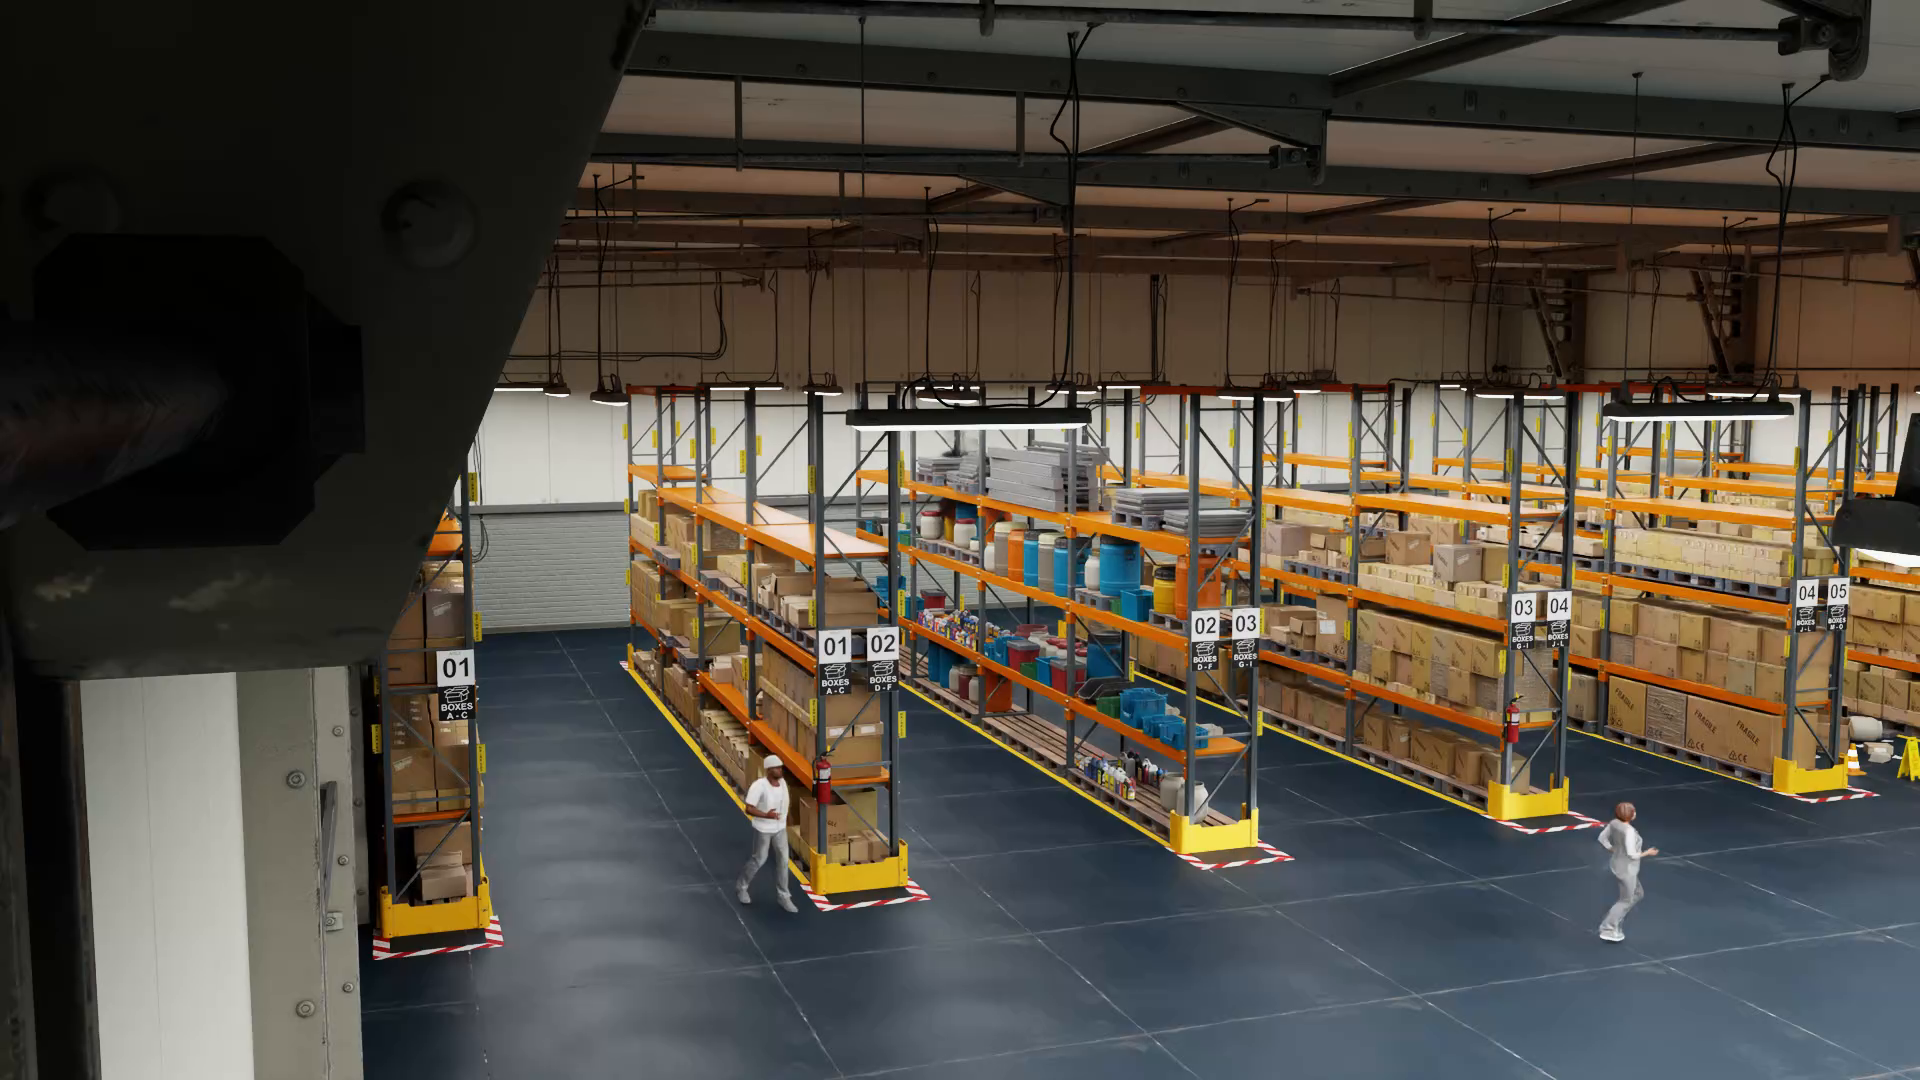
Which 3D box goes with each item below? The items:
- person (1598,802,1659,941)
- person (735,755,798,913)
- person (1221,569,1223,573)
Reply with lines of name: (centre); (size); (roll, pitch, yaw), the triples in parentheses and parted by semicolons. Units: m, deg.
person: (7.360, 3.649, 18.324); (0.596, 1.575, 0.517); (0, 6, 2)
person: (-2.221, 3.425, 19.575); (0.839, 1.803, 0.717); (5, 8, 41)
person: (5.984, 1.489, 39.090); (0.633, 1.647, 0.540); (2, 6, 15)
